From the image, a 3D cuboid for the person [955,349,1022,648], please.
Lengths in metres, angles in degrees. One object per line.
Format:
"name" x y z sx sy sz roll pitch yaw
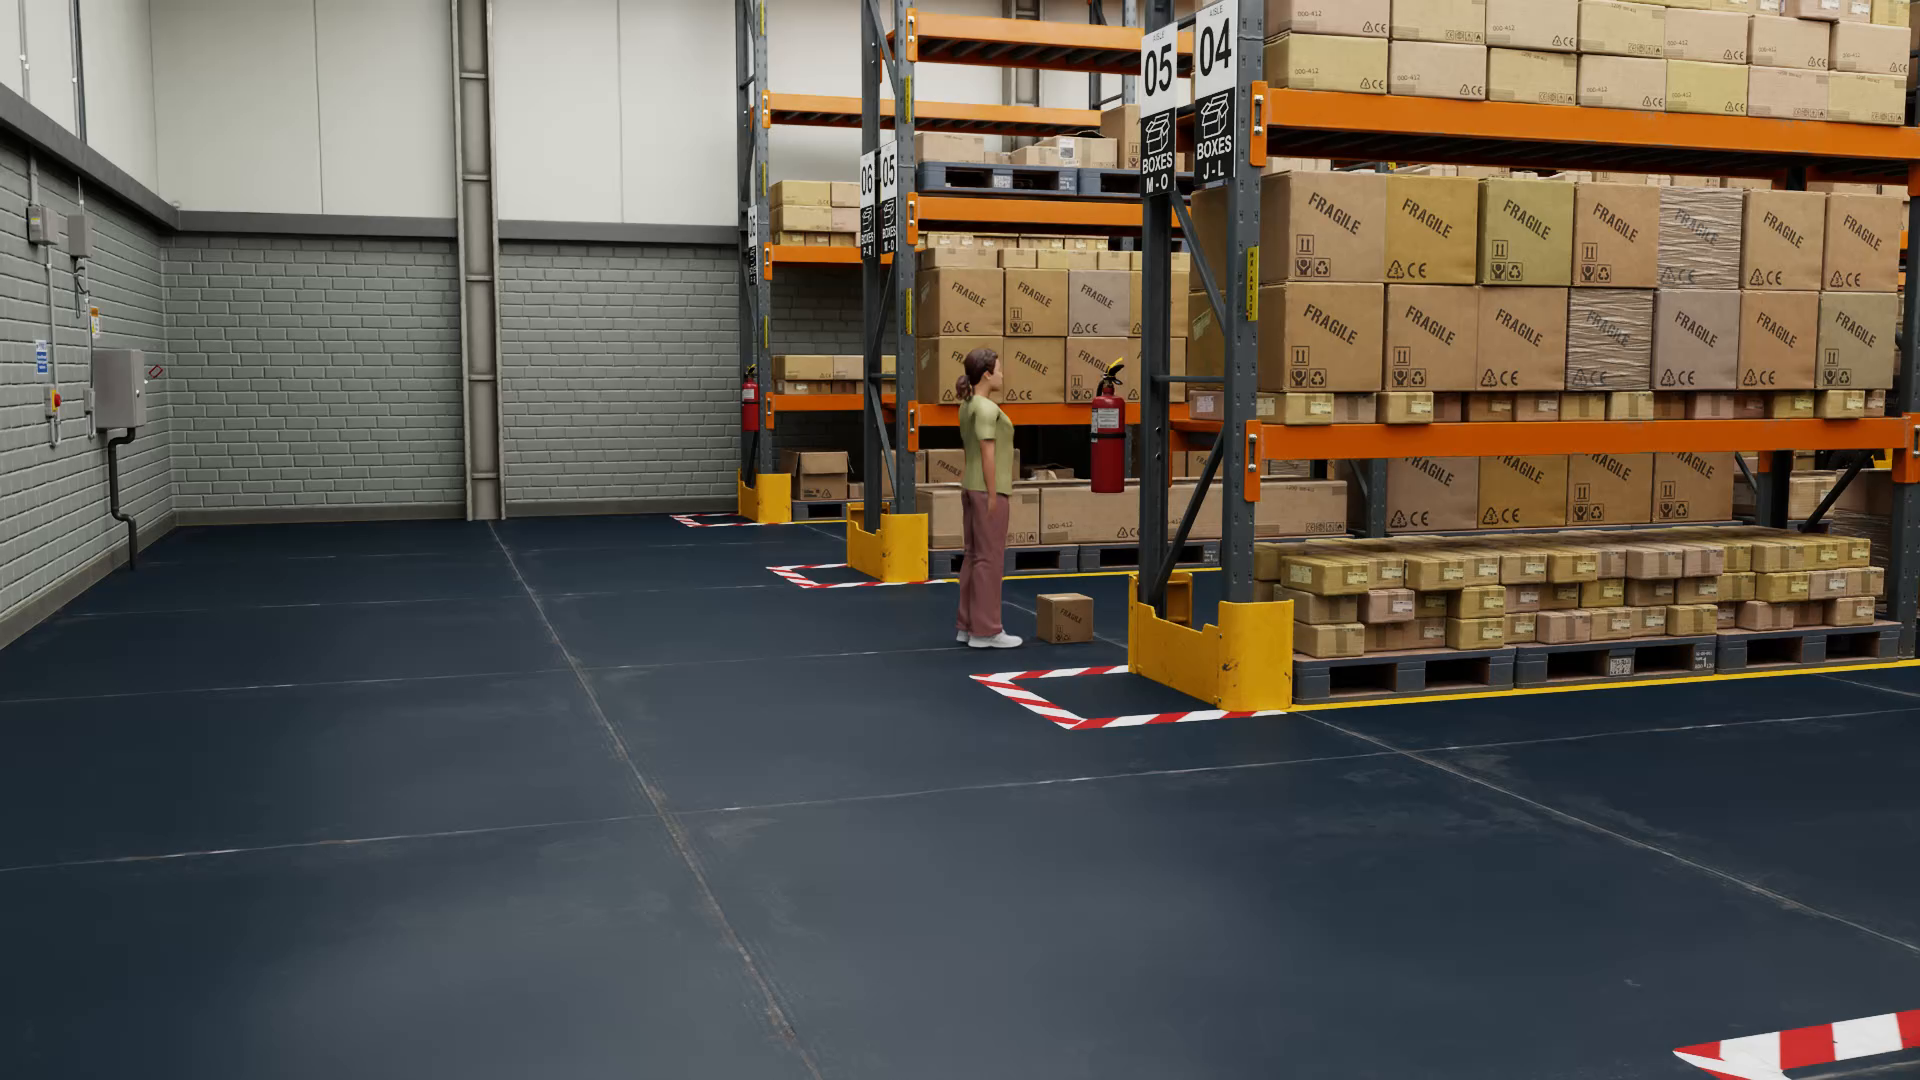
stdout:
"person" 0.134 -0.237 9.387 0.354 1.673 0.440 -2 6 -17
